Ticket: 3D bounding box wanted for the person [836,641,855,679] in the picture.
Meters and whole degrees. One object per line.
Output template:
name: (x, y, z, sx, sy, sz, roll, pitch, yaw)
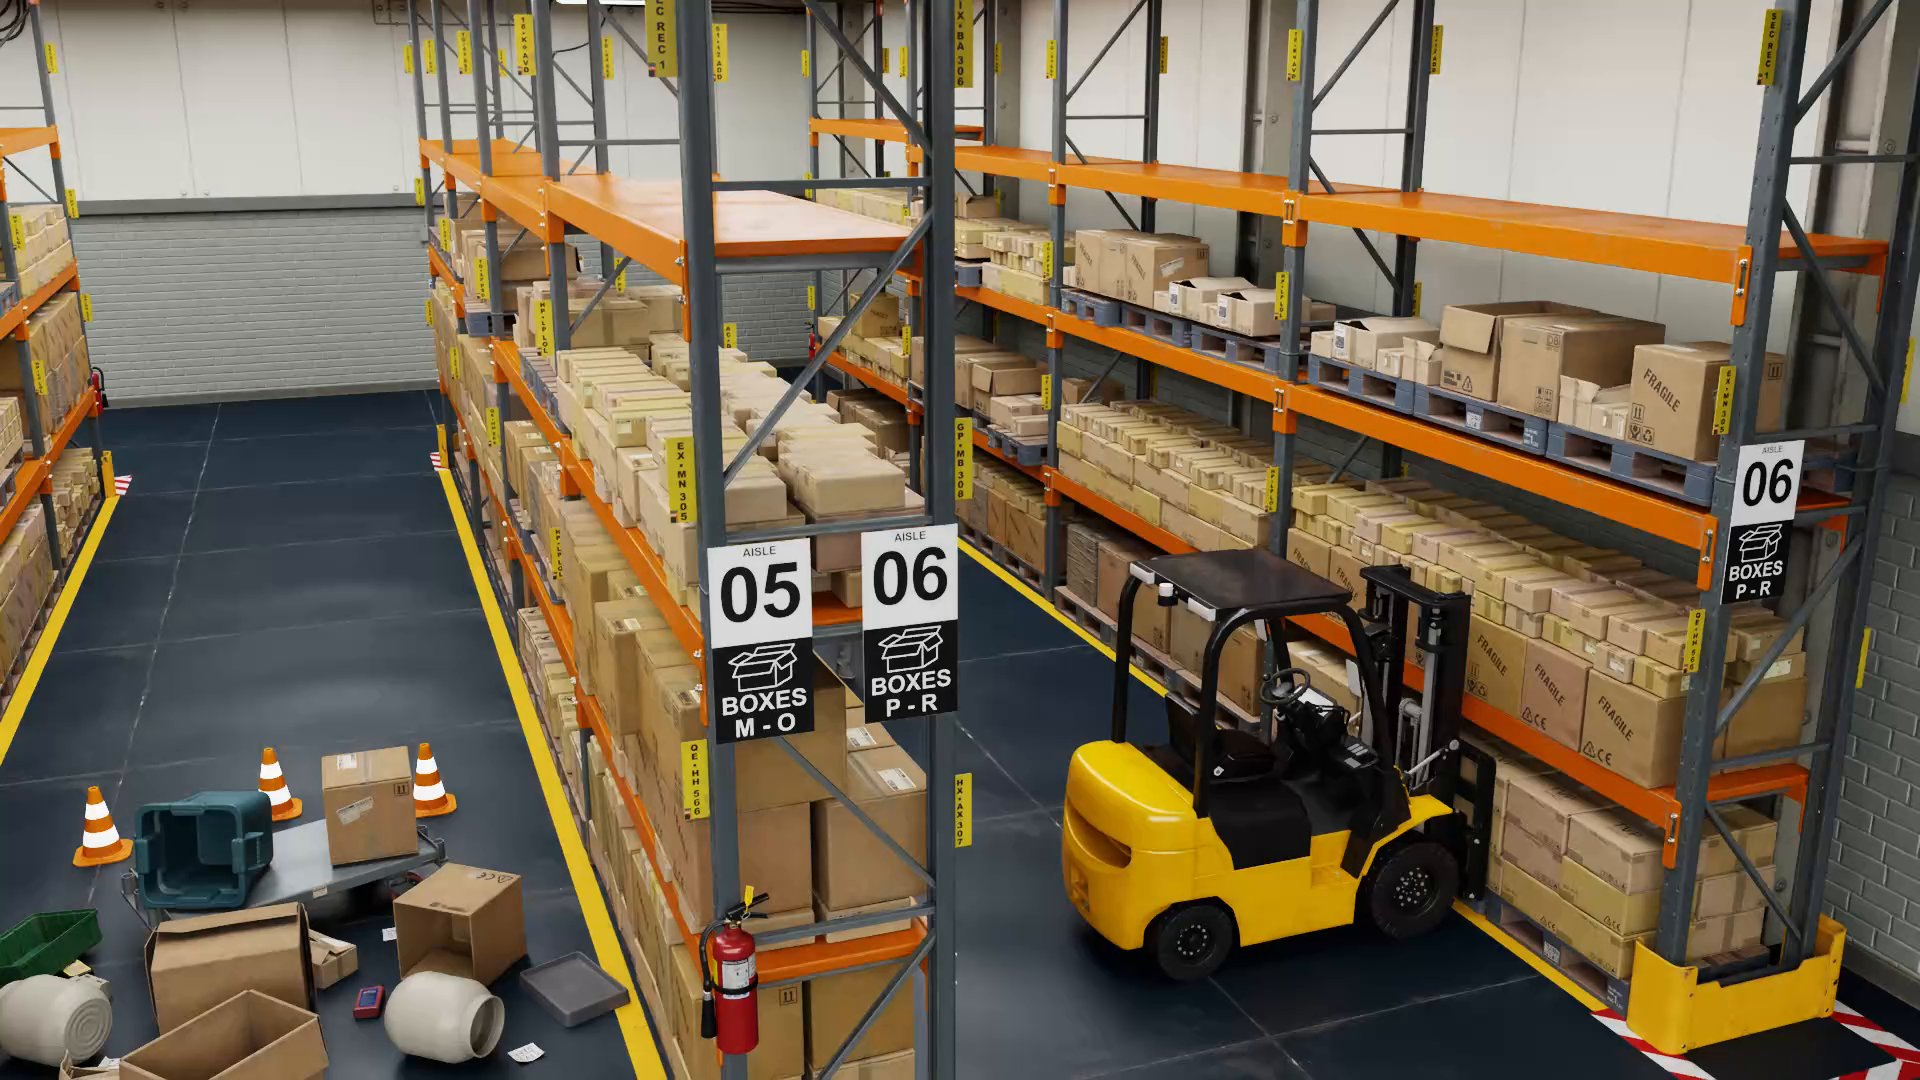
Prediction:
person: (-0.822, 0.338, 13.844, 0.455, 1.656, 0.535, -6, 17, -19)
